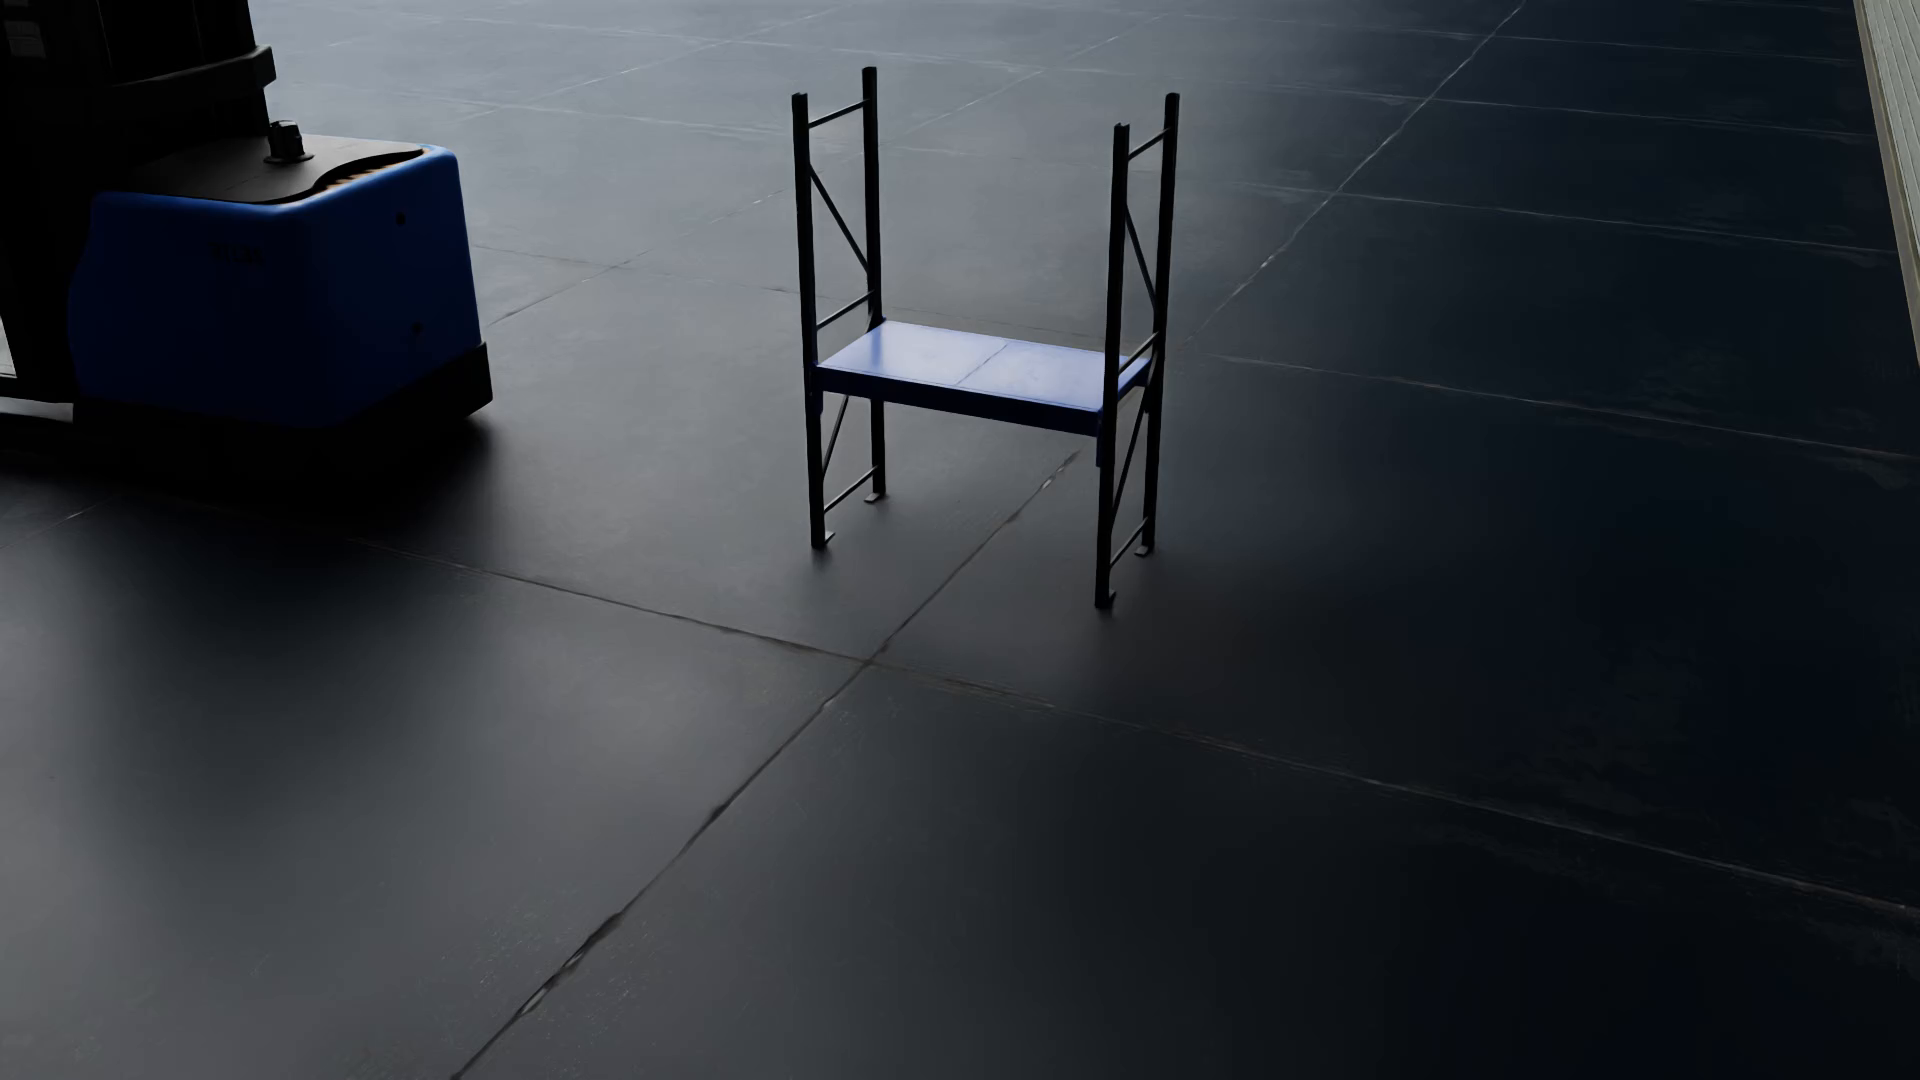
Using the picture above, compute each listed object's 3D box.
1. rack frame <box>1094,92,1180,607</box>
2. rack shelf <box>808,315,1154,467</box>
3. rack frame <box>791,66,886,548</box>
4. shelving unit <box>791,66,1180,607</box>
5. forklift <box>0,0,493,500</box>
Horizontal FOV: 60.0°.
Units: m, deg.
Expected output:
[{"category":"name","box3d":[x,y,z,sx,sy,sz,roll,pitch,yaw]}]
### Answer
[{"category":"rack frame","box3d":[0.540,-0.564,5.100,0.032,1.500,0.500,11,28,22]},{"category":"rack shelf","box3d":[0.078,-0.496,5.368,1.000,0.185,0.538,11,28,22]},{"category":"rack frame","box3d":[-0.385,-0.750,5.477,0.032,1.500,0.500,11,28,22]},{"category":"shelving unit","box3d":[0.078,-0.657,5.289,1.048,1.500,0.538,11,28,22]},{"category":"forklift","box3d":[-3.435,-1.834,6.058,3.031,2.935,1.130,9,27,17]}]
